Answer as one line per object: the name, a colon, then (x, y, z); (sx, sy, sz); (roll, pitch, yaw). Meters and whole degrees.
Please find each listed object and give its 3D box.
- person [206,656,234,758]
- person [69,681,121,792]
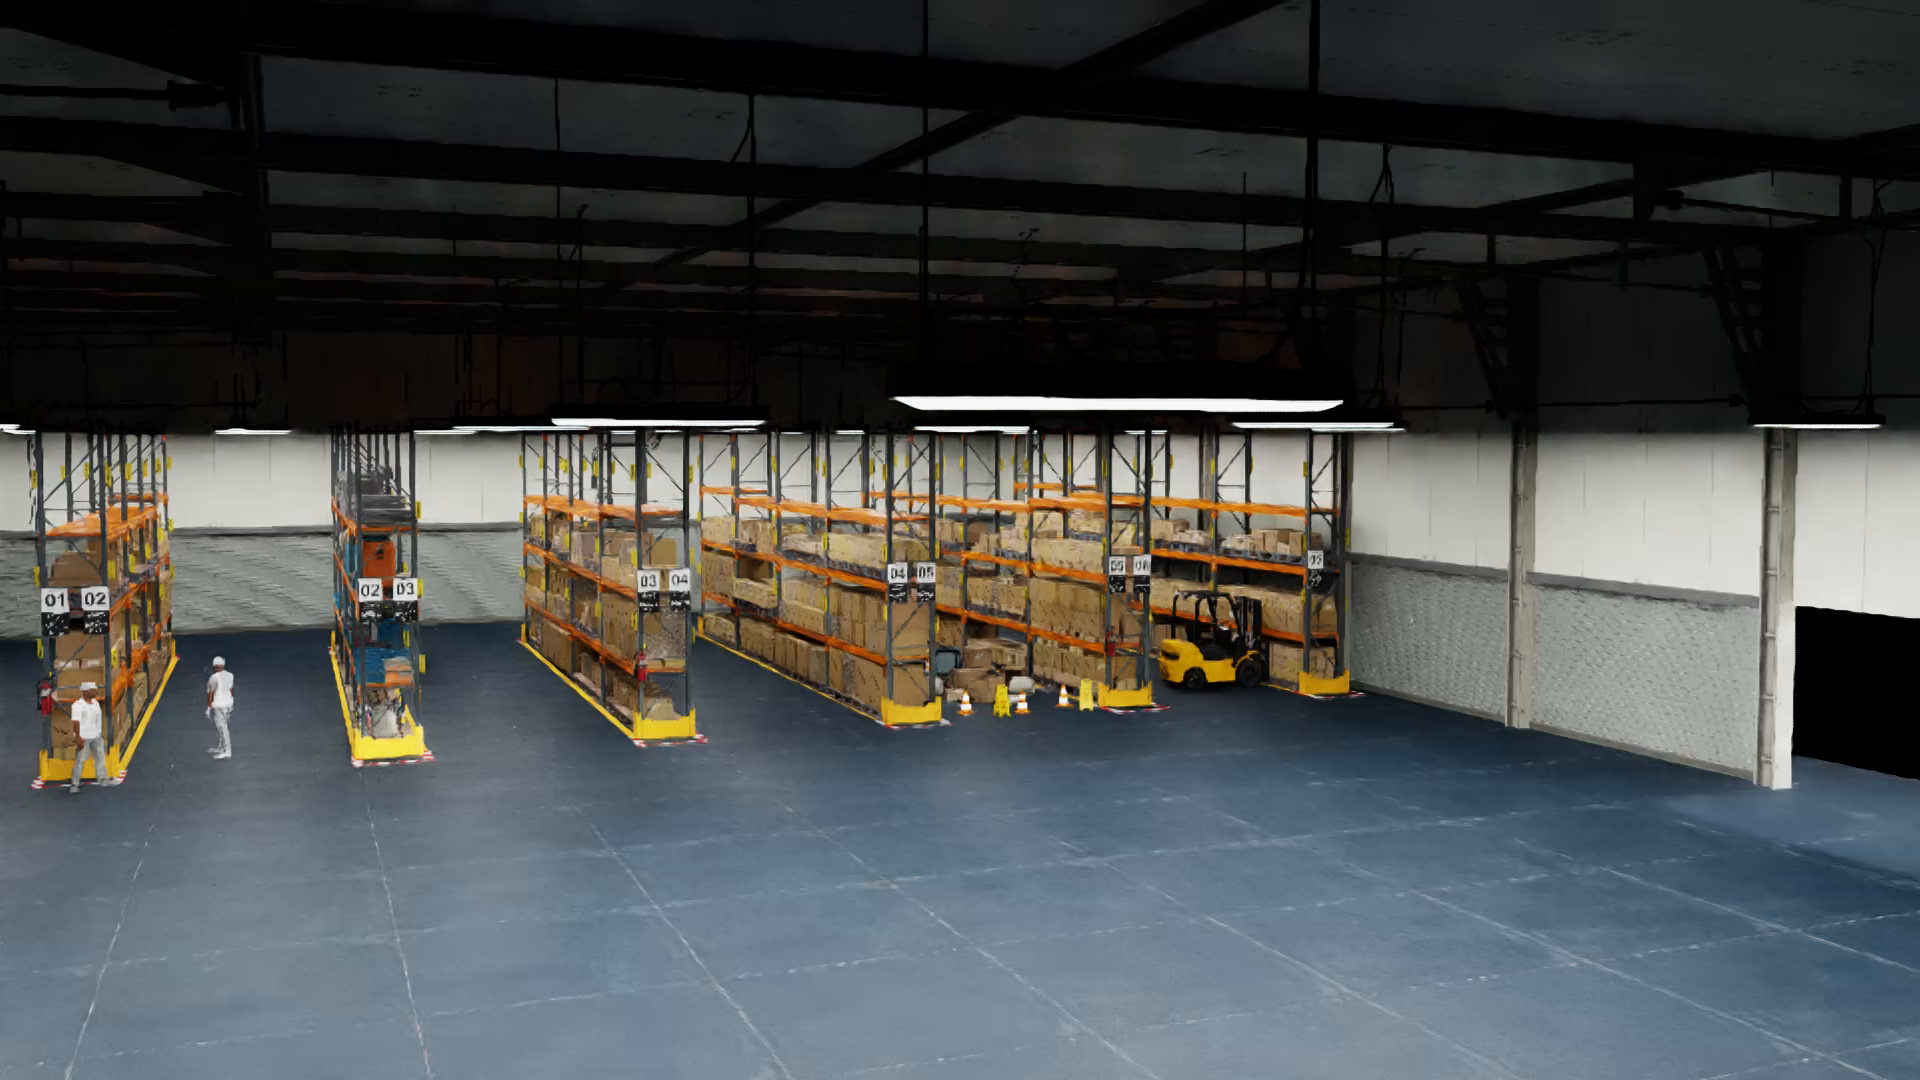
person: (-13.227, 2.960, 29.690); (0.577, 1.783, 0.662); (0, 4, 8)
person: (-14.022, 3.151, 26.836); (0.532, 1.756, 0.723); (1, 4, 11)
